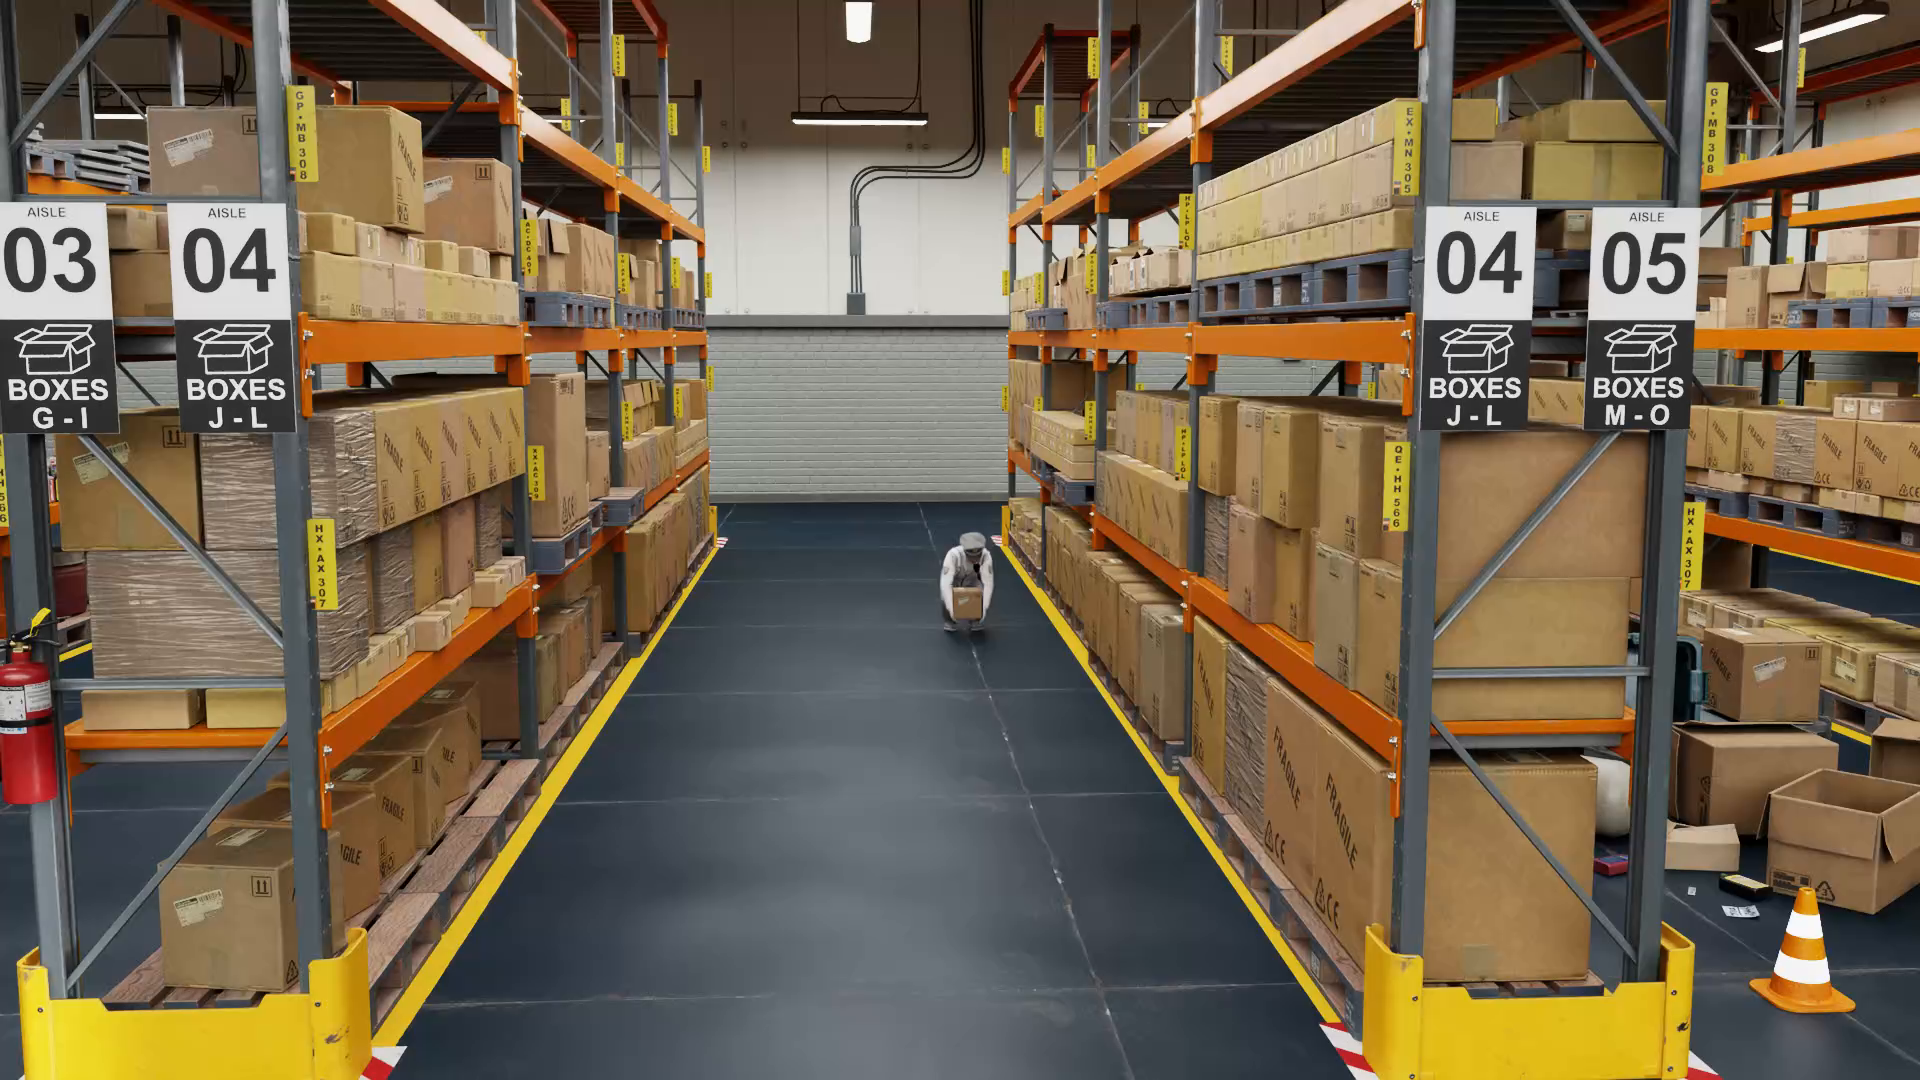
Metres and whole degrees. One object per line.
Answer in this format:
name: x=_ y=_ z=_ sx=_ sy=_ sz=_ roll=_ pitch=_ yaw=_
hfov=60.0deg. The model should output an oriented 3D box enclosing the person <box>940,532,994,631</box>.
person: x=0.052 y=0.385 z=15.528 sx=0.497 sy=0.964 sz=0.821 roll=-1 pitch=7 yaw=-4
